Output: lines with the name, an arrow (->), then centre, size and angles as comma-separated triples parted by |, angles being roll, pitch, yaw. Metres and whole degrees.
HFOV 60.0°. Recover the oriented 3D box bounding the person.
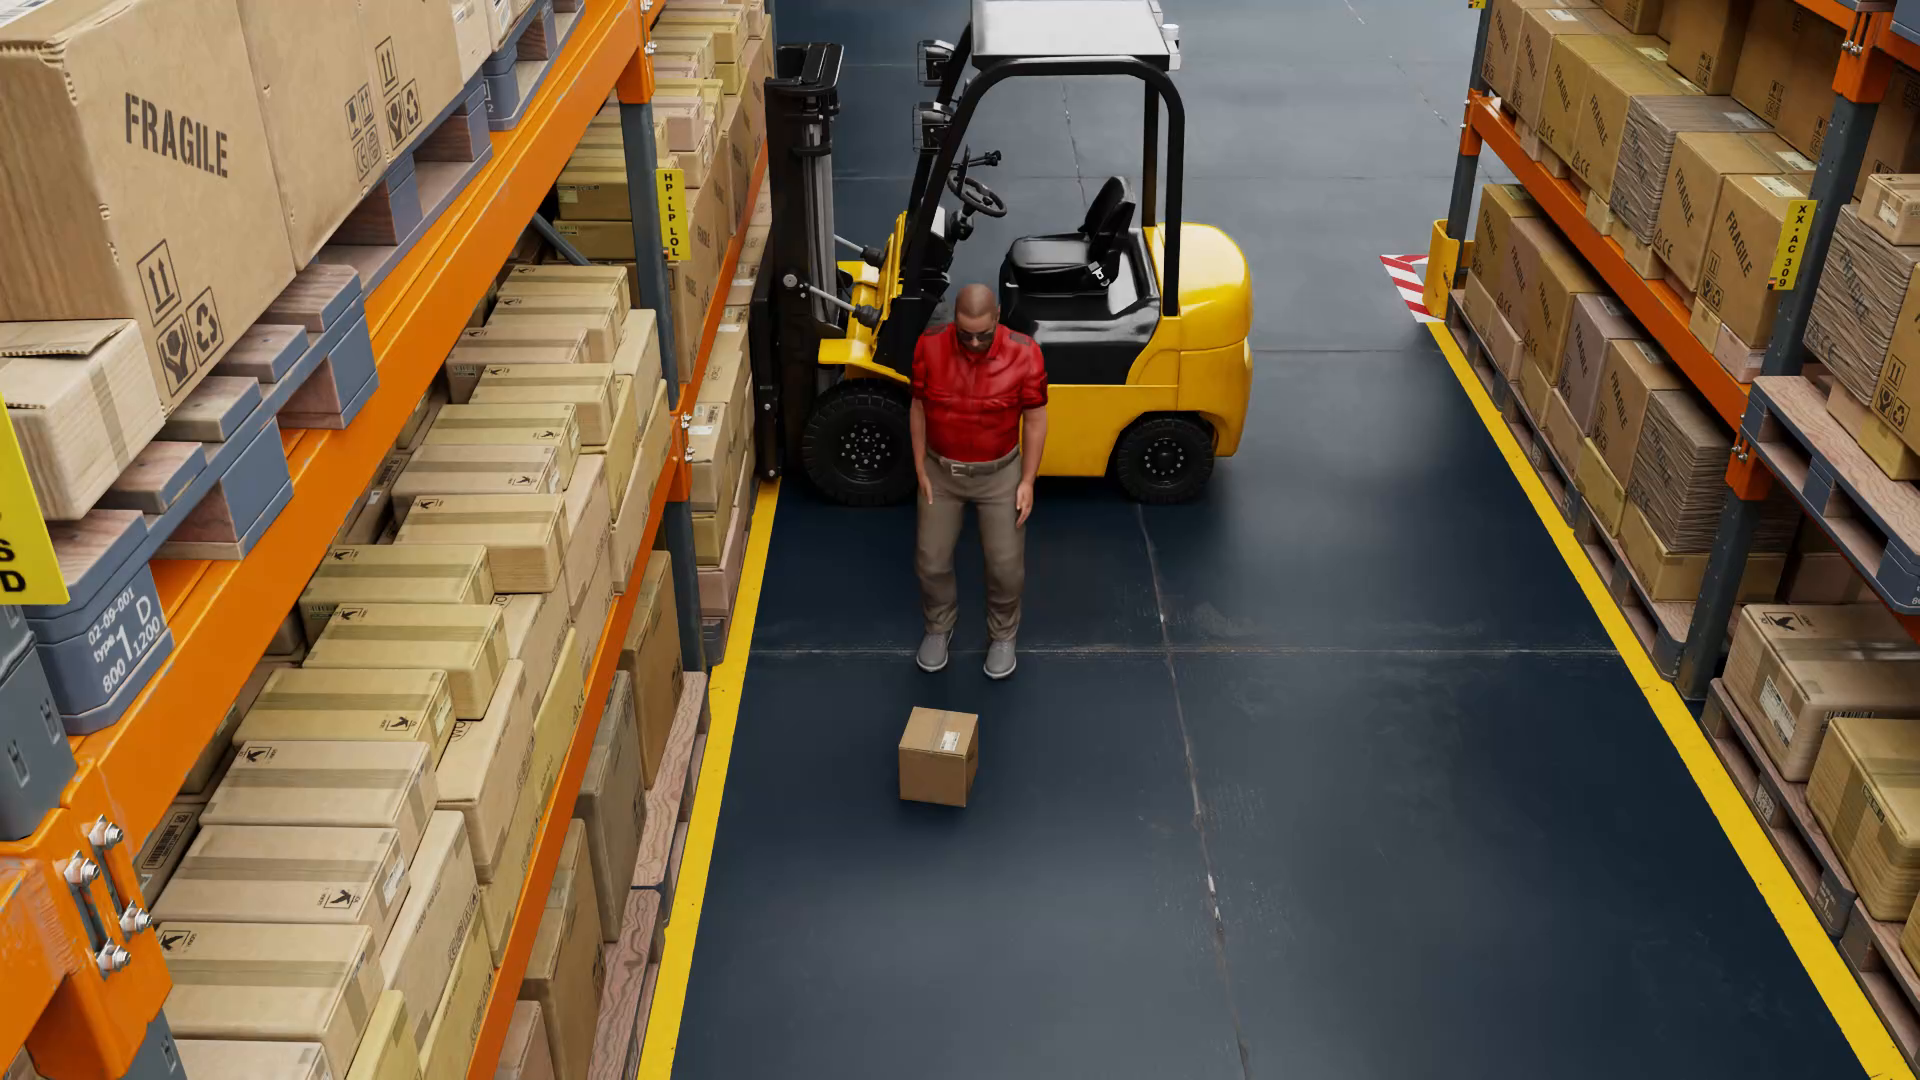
person -> 0.069, -0.242, 6.586 | 0.547, 1.700, 0.383 | 6, 32, 10
